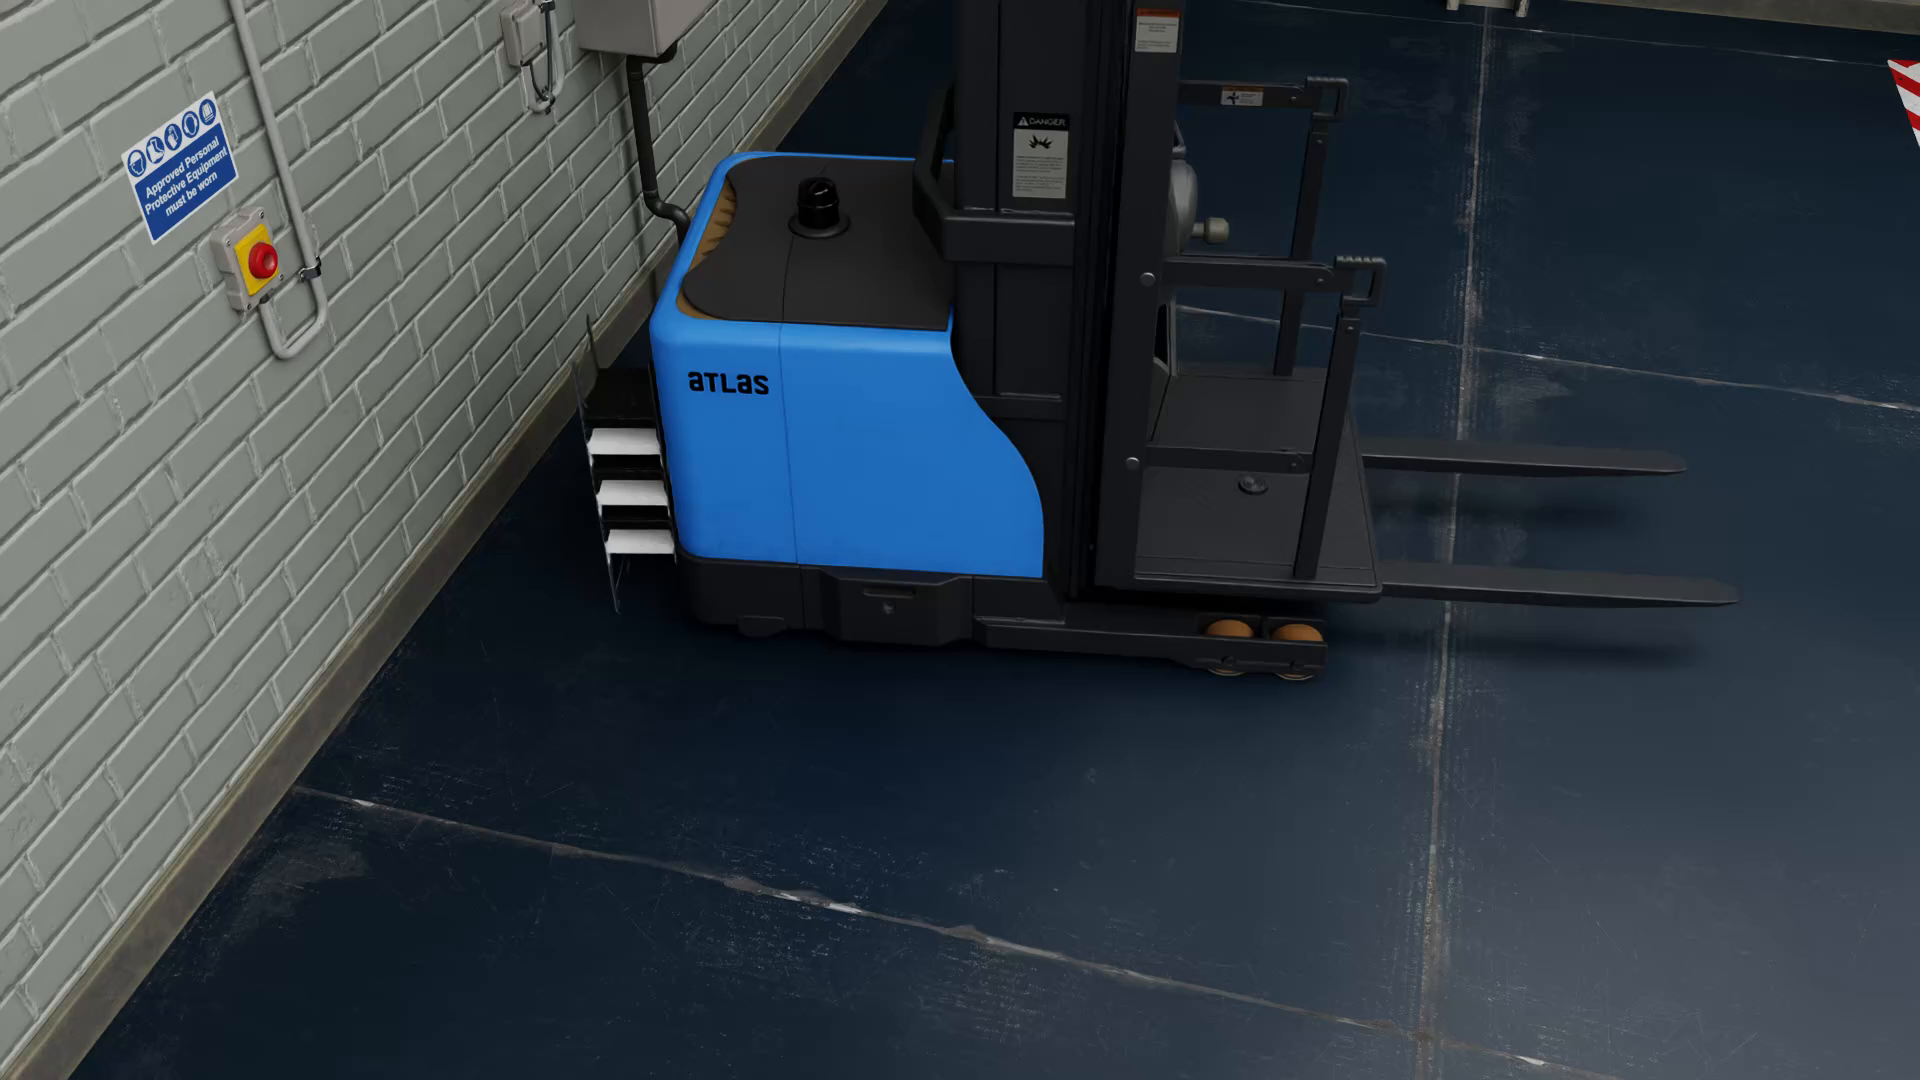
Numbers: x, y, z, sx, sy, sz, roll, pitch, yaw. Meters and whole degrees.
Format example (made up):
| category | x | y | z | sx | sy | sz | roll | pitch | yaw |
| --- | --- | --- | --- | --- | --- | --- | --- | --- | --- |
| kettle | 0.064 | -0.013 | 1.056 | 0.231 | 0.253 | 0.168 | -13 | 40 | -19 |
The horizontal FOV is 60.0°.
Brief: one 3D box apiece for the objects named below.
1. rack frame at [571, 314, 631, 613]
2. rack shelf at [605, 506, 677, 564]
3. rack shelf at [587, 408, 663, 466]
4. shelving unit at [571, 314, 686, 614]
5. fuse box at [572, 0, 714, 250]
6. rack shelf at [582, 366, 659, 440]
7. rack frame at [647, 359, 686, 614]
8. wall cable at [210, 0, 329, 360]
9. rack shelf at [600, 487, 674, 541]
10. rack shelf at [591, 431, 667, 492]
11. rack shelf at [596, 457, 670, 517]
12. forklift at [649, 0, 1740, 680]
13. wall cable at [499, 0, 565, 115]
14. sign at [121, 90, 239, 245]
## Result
| category | x | y | z | sx | sy | sz | roll | pitch | yaw |
| --- | --- | --- | --- | --- | --- | --- | --- | --- | --- |
| rack frame | -1.028 | -0.202 | 4.791 | 0.006 | 0.900 | 0.240 | 0 | 40 | 0 |
| rack shelf | -0.927 | -0.038 | 4.927 | 0.200 | 0.077 | 0.258 | 0 | 40 | 0 |
| rack shelf | -0.927 | -0.314 | 4.696 | 0.200 | 0.077 | 0.258 | 0 | 40 | 0 |
| shelving unit | -0.927 | -0.202 | 4.790 | 0.210 | 0.900 | 0.258 | 0 | 40 | 0 |
| fuse box | -0.971 | -1.533 | 5.745 | 0.414 | 1.711 | 0.539 | 10 | 41 | 11 |
| rack shelf | -0.927 | -0.383 | 4.638 | 0.200 | 0.077 | 0.258 | 0 | 40 | 0 |
| rack frame | -0.825 | -0.201 | 4.790 | 0.006 | 0.900 | 0.240 | 0 | 40 | 0 |
| wall cable | -1.655 | -1.147 | 3.469 | 0.123 | 1.953 | 0.585 | 10 | 41 | 11 |
| rack shelf | -0.927 | -0.107 | 4.870 | 0.200 | 0.077 | 0.258 | 0 | 40 | 0 |
| rack shelf | -0.927 | -0.245 | 4.754 | 0.200 | 0.077 | 0.258 | 0 | 40 | 0 |
| rack shelf | -0.927 | -0.176 | 4.812 | 0.200 | 0.077 | 0.258 | 0 | 40 | 0 |
| forklift | 0.726 | -1.079 | 4.256 | 3.031 | 2.935 | 1.130 | 3 | 40 | 4 |
| wall cable | -1.300 | -2.018 | 4.530 | 0.122 | 1.984 | 0.588 | 10 | 41 | 11 |
| sign | -1.727 | -0.829 | 3.695 | 0.001 | 0.218 | 0.327 | 10 | 41 | 11 |
